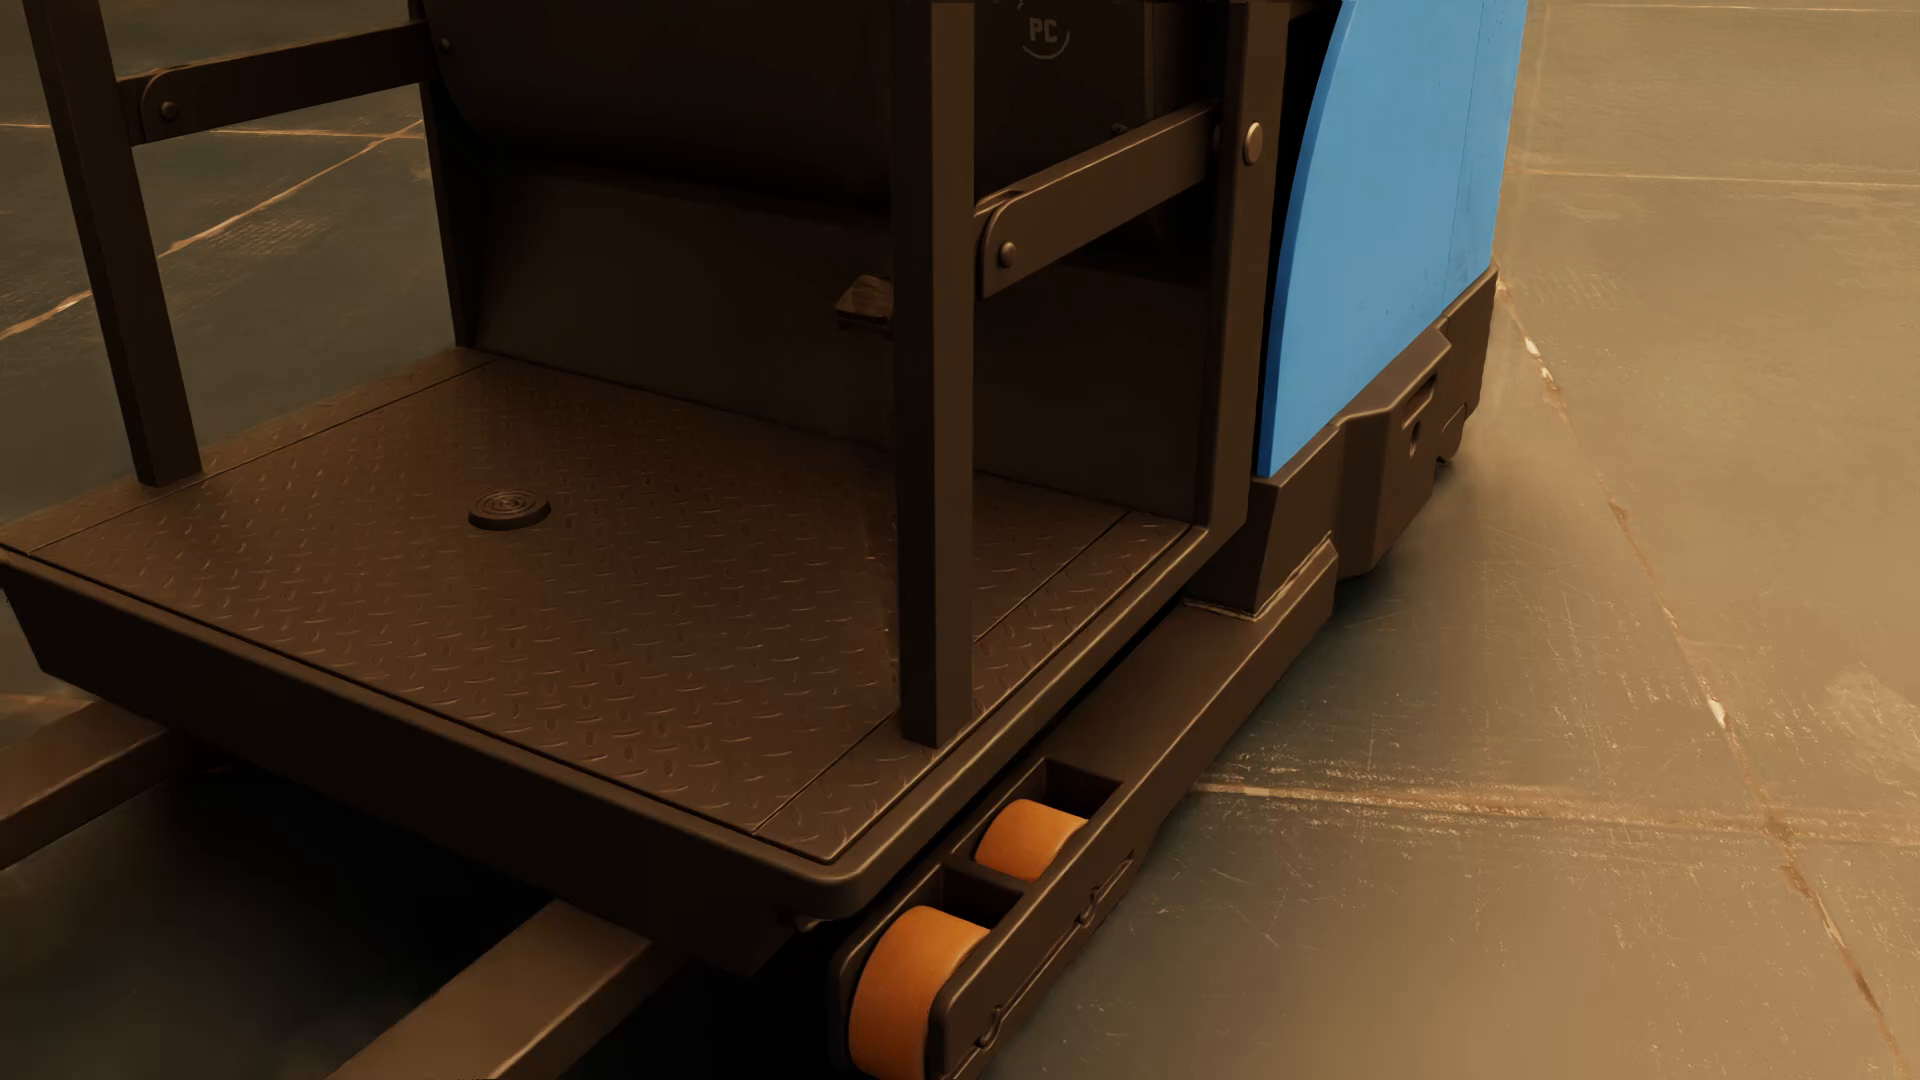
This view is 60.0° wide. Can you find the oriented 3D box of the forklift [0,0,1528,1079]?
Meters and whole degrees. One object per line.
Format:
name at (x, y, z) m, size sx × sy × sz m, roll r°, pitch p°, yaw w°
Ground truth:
forklift at (-0.309, -1.047, 1.315) m, size 1.130 × 2.935 × 3.031 m, roll 15°, pitch 30°, yaw 27°
